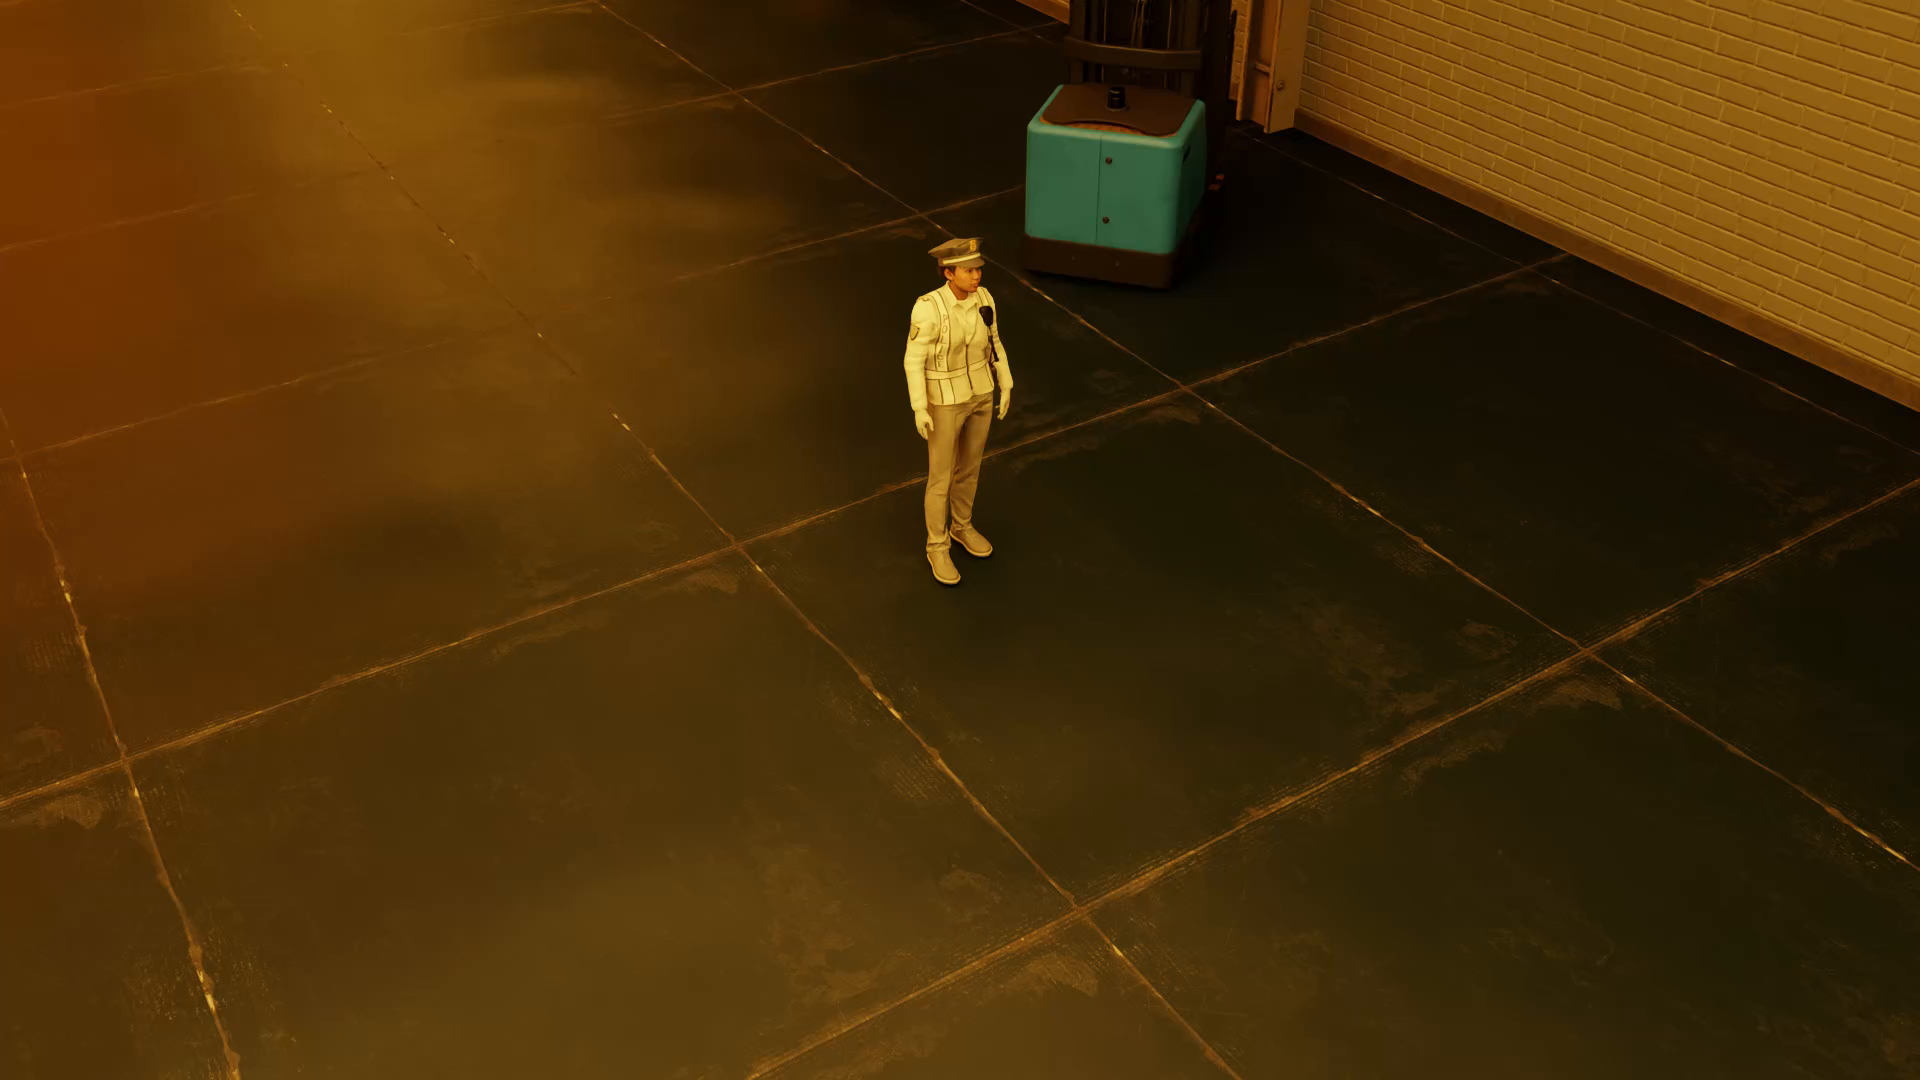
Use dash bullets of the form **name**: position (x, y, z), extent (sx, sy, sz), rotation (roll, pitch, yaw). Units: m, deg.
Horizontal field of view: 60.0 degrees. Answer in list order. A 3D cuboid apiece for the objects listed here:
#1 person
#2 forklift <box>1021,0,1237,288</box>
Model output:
- **person**: position (0.032, -0.664, 8.156), extent (0.588, 1.695, 0.531), rotation (-21, 40, -27)
- **forklift**: position (1.354, -3.699, 11.411), extent (1.130, 2.935, 3.031), rotation (11, 36, 15)
